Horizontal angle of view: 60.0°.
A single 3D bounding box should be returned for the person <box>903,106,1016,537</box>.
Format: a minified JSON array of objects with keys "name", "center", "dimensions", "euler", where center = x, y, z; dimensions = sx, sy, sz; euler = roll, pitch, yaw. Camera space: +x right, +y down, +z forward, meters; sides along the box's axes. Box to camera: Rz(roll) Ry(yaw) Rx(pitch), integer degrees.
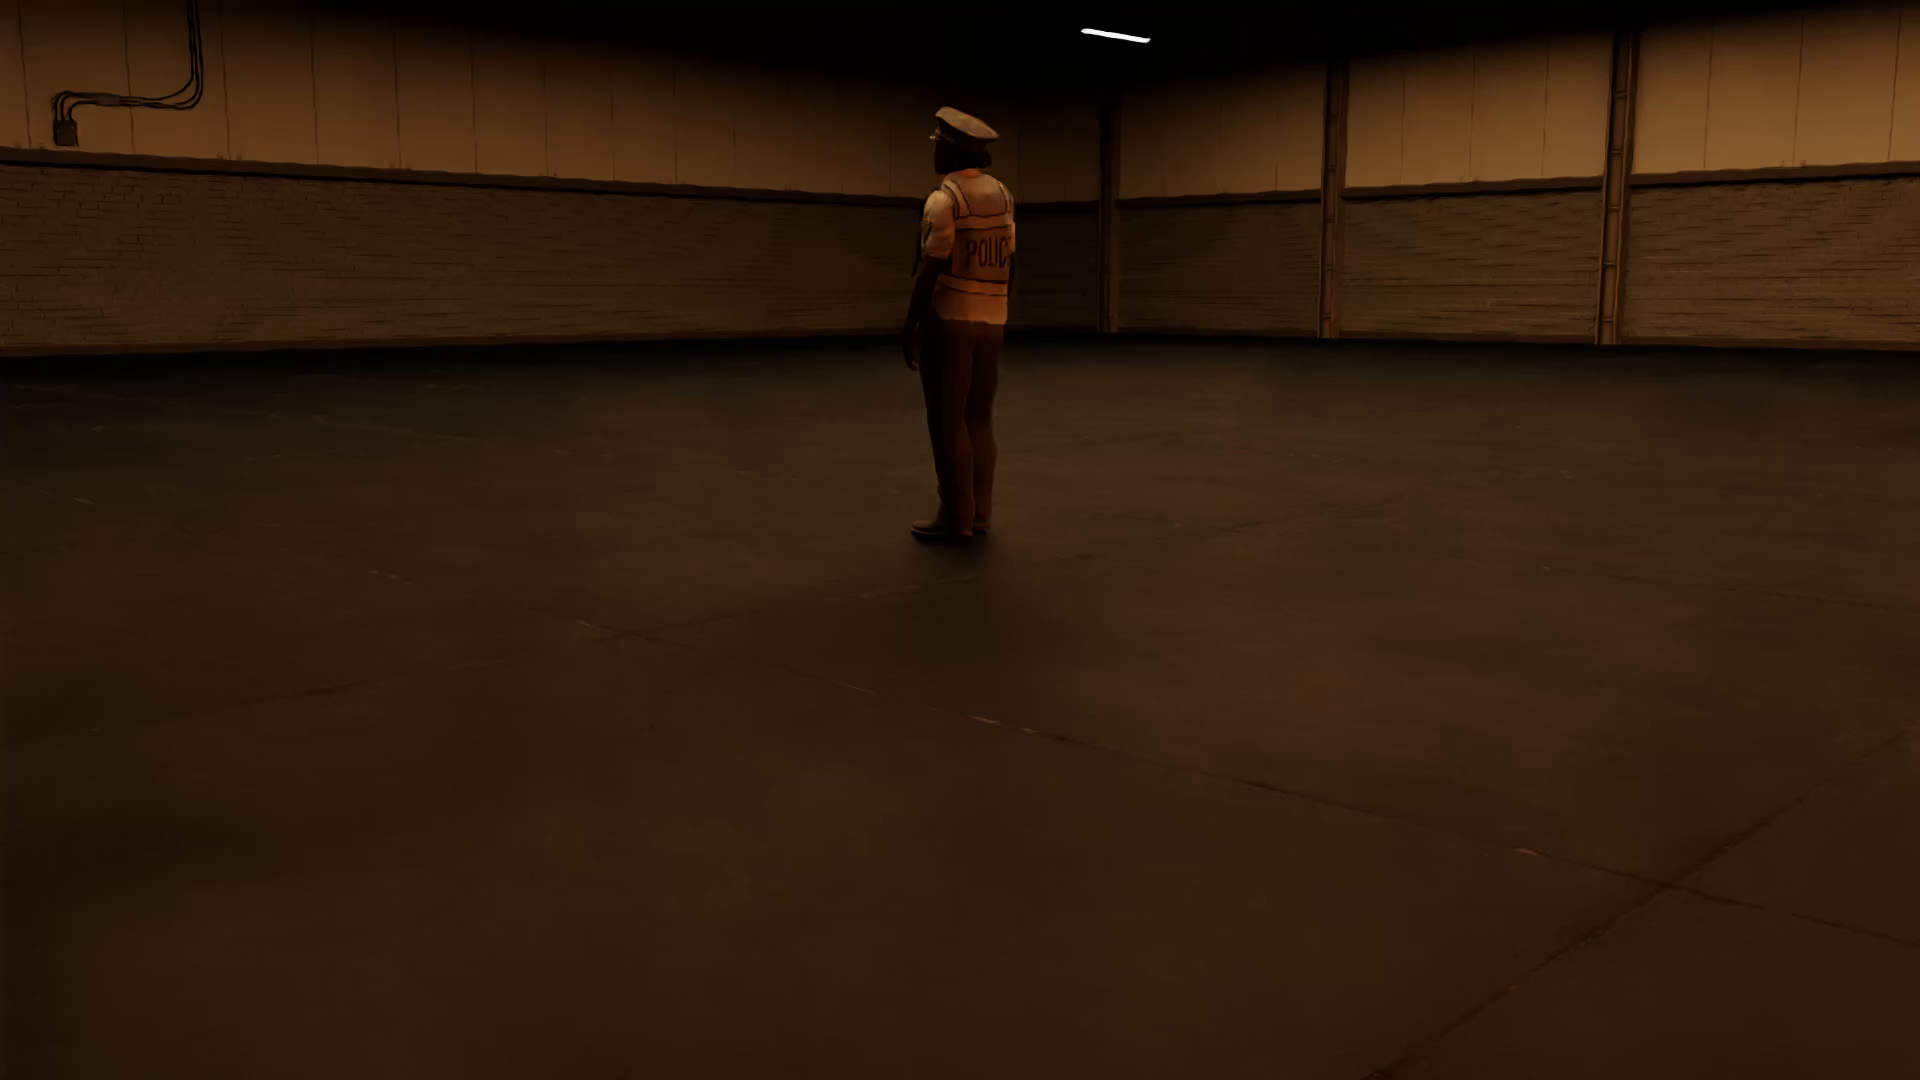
[{"name":"person","center":[-0.040,-0.856,6.655],"dimensions":[0.529,1.695,0.570],"euler":[8,12,43]}]
